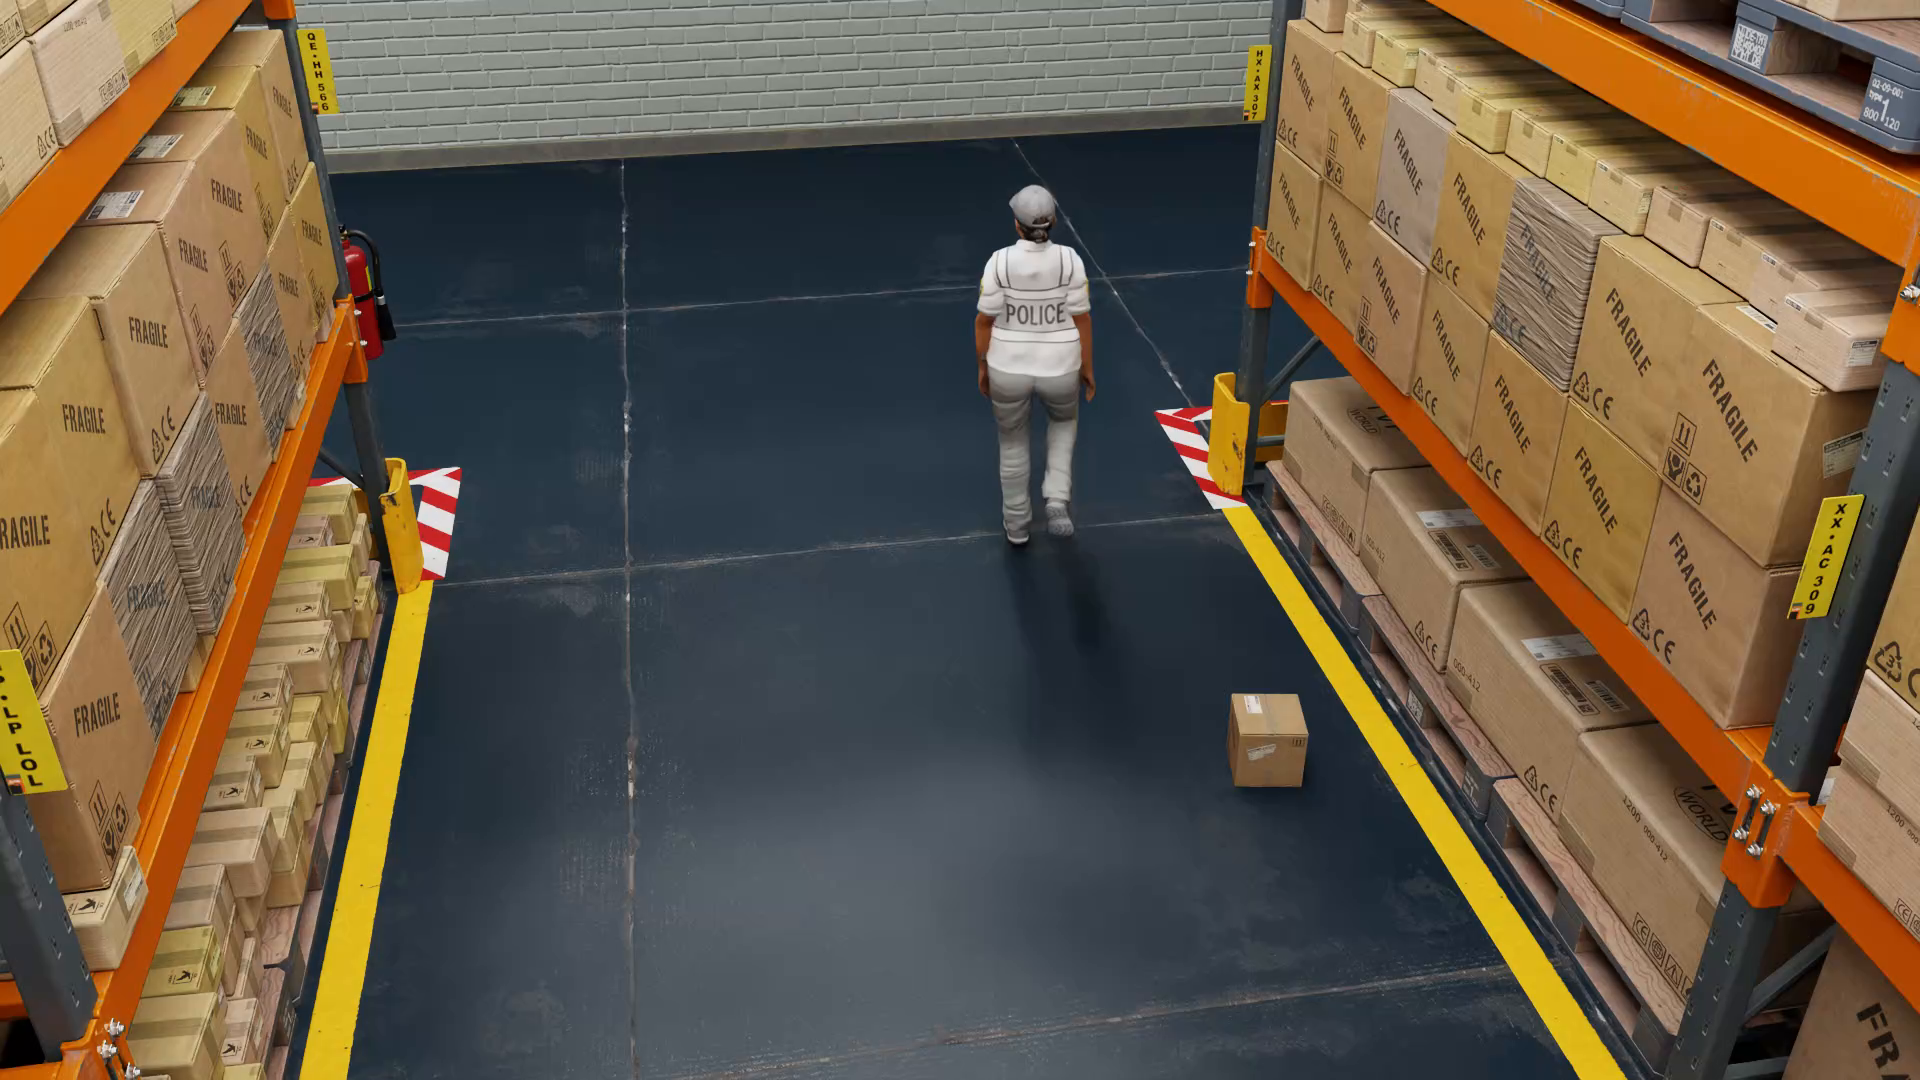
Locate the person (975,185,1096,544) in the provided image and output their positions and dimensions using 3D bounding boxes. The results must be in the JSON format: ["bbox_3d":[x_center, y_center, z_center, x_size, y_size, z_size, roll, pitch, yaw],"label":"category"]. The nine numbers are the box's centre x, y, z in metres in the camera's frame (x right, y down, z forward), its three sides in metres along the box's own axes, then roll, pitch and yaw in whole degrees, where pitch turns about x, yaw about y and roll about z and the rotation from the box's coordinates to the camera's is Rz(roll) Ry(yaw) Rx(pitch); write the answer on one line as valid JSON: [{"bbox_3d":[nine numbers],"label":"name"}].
[{"bbox_3d":[0.332,-0.765,7.369,0.535,1.665,0.453,-1,31,-1],"label":"person"}]
